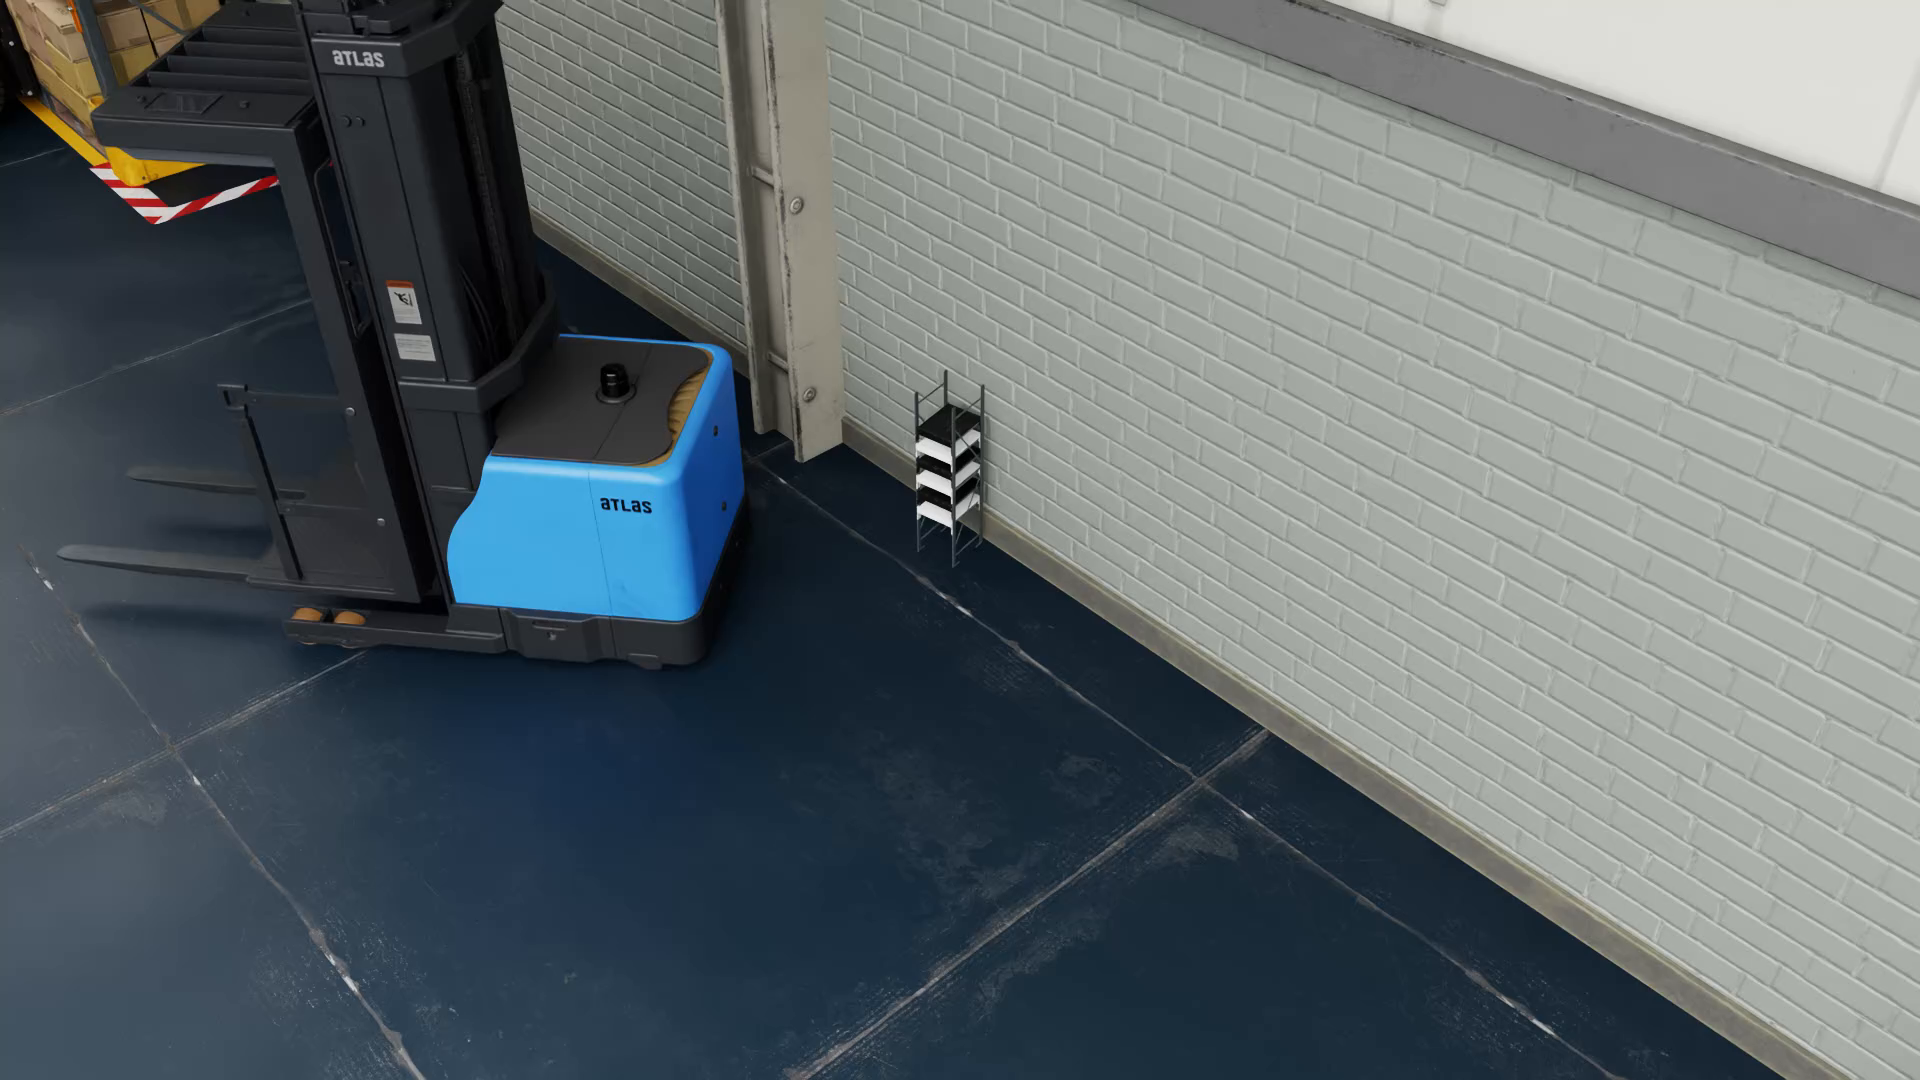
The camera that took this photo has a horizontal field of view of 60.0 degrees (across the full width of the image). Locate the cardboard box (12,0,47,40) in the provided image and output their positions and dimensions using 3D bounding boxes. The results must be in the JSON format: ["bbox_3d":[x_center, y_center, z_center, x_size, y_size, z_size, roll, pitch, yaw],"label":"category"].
[{"bbox_3d":[-5.969,-3.582,11.064,0.500,0.250,0.500,-29,47,-31],"label":"cardboard box"}]

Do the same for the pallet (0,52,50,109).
[{"bbox_3d":[-6.447,-3.601,12.248,1.003,0.211,1.213,-30,48,-32],"label":"pallet"}]

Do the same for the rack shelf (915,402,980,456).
[{"bbox_3d":[-0.046,-0.502,7.487,0.200,0.077,0.258,24,45,27],"label":"rack shelf"}]

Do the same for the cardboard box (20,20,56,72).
[{"bbox_3d":[-5.969,-3.402,11.239,0.500,0.250,0.500,-30,48,-32],"label":"cardboard box"}]

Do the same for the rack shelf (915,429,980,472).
[{"bbox_3d":[-0.046,-0.432,7.543,0.200,0.077,0.258,24,45,27],"label":"rack shelf"}]

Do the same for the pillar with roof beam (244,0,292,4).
[{"bbox_3d":[-8.056,-4.995,6.980,9.100,9.000,0.400,-30,48,-32],"label":"pillar with roof beam"}]

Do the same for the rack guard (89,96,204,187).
[{"bbox_3d":[-5.062,-2.801,11.029,1.175,0.500,0.348,-30,48,-32],"label":"rack guard"}]

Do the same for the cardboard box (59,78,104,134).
[{"bbox_3d":[-5.629,-2.962,11.092,0.500,0.250,0.500,-30,47,-31],"label":"cardboard box"}]

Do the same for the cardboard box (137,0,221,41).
[{"bbox_3d":[-5.264,-3.571,11.050,0.500,0.250,0.500,-31,48,-32],"label":"cardboard box"}]

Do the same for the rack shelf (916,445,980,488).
[{"bbox_3d":[-0.046,-0.362,7.600,0.200,0.077,0.258,24,45,27],"label":"rack shelf"}]

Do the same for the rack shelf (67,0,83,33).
[{"bbox_3d":[-6.431,-4.431,11.629,1.077,0.370,4.000,-30,48,-32],"label":"rack shelf"}]

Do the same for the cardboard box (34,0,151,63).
[{"bbox_3d":[-5.619,-3.348,10.775,0.500,0.250,0.500,-28,47,-30],"label":"cardboard box"}]

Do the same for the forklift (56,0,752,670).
[{"bbox_3d":[-2.546,-0.984,6.843,3.031,2.935,1.130,5,39,6],"label":"forklift"}]

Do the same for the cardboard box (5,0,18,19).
[{"bbox_3d":[-6.318,-3.811,11.348,0.500,0.250,0.500,-29,47,-31],"label":"cardboard box"}]

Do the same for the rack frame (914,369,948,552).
[{"bbox_3d":[-0.129,-0.355,7.681,0.006,0.900,0.240,24,45,27],"label":"rack frame"}]

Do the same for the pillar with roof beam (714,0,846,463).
[{"bbox_3d":[-3.998,-2.218,3.542,9.100,9.000,0.400,-30,48,-32],"label":"pillar with roof beam"}]

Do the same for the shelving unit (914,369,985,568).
[{"bbox_3d":[-0.046,-0.318,7.635,0.210,0.900,0.258,24,45,27],"label":"shelving unit"}]

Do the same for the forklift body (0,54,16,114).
[{"bbox_3d":[-7.704,-3.557,10.650,2.313,2.155,1.214,-30,48,-32],"label":"forklift body"}]

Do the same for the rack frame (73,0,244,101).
[{"bbox_3d":[-5.078,-3.785,10.257,1.000,3.000,0.127,-30,48,-32],"label":"rack frame"}]

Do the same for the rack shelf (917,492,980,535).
[{"bbox_3d":[-0.046,-0.152,7.769,0.200,0.077,0.258,24,45,27],"label":"rack shelf"}]

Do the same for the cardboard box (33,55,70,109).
[{"bbox_3d":[-5.958,-3.196,11.382,0.500,0.250,0.500,-30,48,-32],"label":"cardboard box"}]

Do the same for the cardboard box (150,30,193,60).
[{"bbox_3d":[-5.243,-3.379,11.211,0.500,0.250,0.500,-29,47,-31],"label":"cardboard box"}]

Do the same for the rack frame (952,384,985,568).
[{"bbox_3d":[0.036,-0.281,7.589,0.006,0.900,0.240,24,45,27],"label":"rack frame"}]

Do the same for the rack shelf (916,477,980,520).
[{"bbox_3d":[-0.046,-0.222,7.713,0.200,0.077,0.258,24,45,27],"label":"rack shelf"}]

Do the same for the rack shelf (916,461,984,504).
[{"bbox_3d":[-0.046,-0.292,7.656,0.200,0.077,0.258,24,45,27],"label":"rack shelf"}]

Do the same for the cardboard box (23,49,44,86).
[{"bbox_3d":[-6.290,-3.431,11.673,0.500,0.250,0.500,-29,47,-31],"label":"cardboard box"}]

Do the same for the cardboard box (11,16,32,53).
[{"bbox_3d":[-6.333,-3.632,11.524,0.500,0.250,0.500,-31,48,-33],"label":"cardboard box"}]

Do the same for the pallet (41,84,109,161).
[{"bbox_3d":[-5.626,-3.036,11.549,1.003,0.211,1.213,-30,48,-32],"label":"pallet"}]

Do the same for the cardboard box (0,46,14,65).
[{"bbox_3d":[-6.657,-3.662,11.959,0.500,0.250,0.500,-28,47,-30],"label":"cardboard box"}]

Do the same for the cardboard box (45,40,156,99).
[{"bbox_3d":[-5.638,-3.166,10.946,0.500,0.250,0.500,-31,48,-32],"label":"cardboard box"}]
